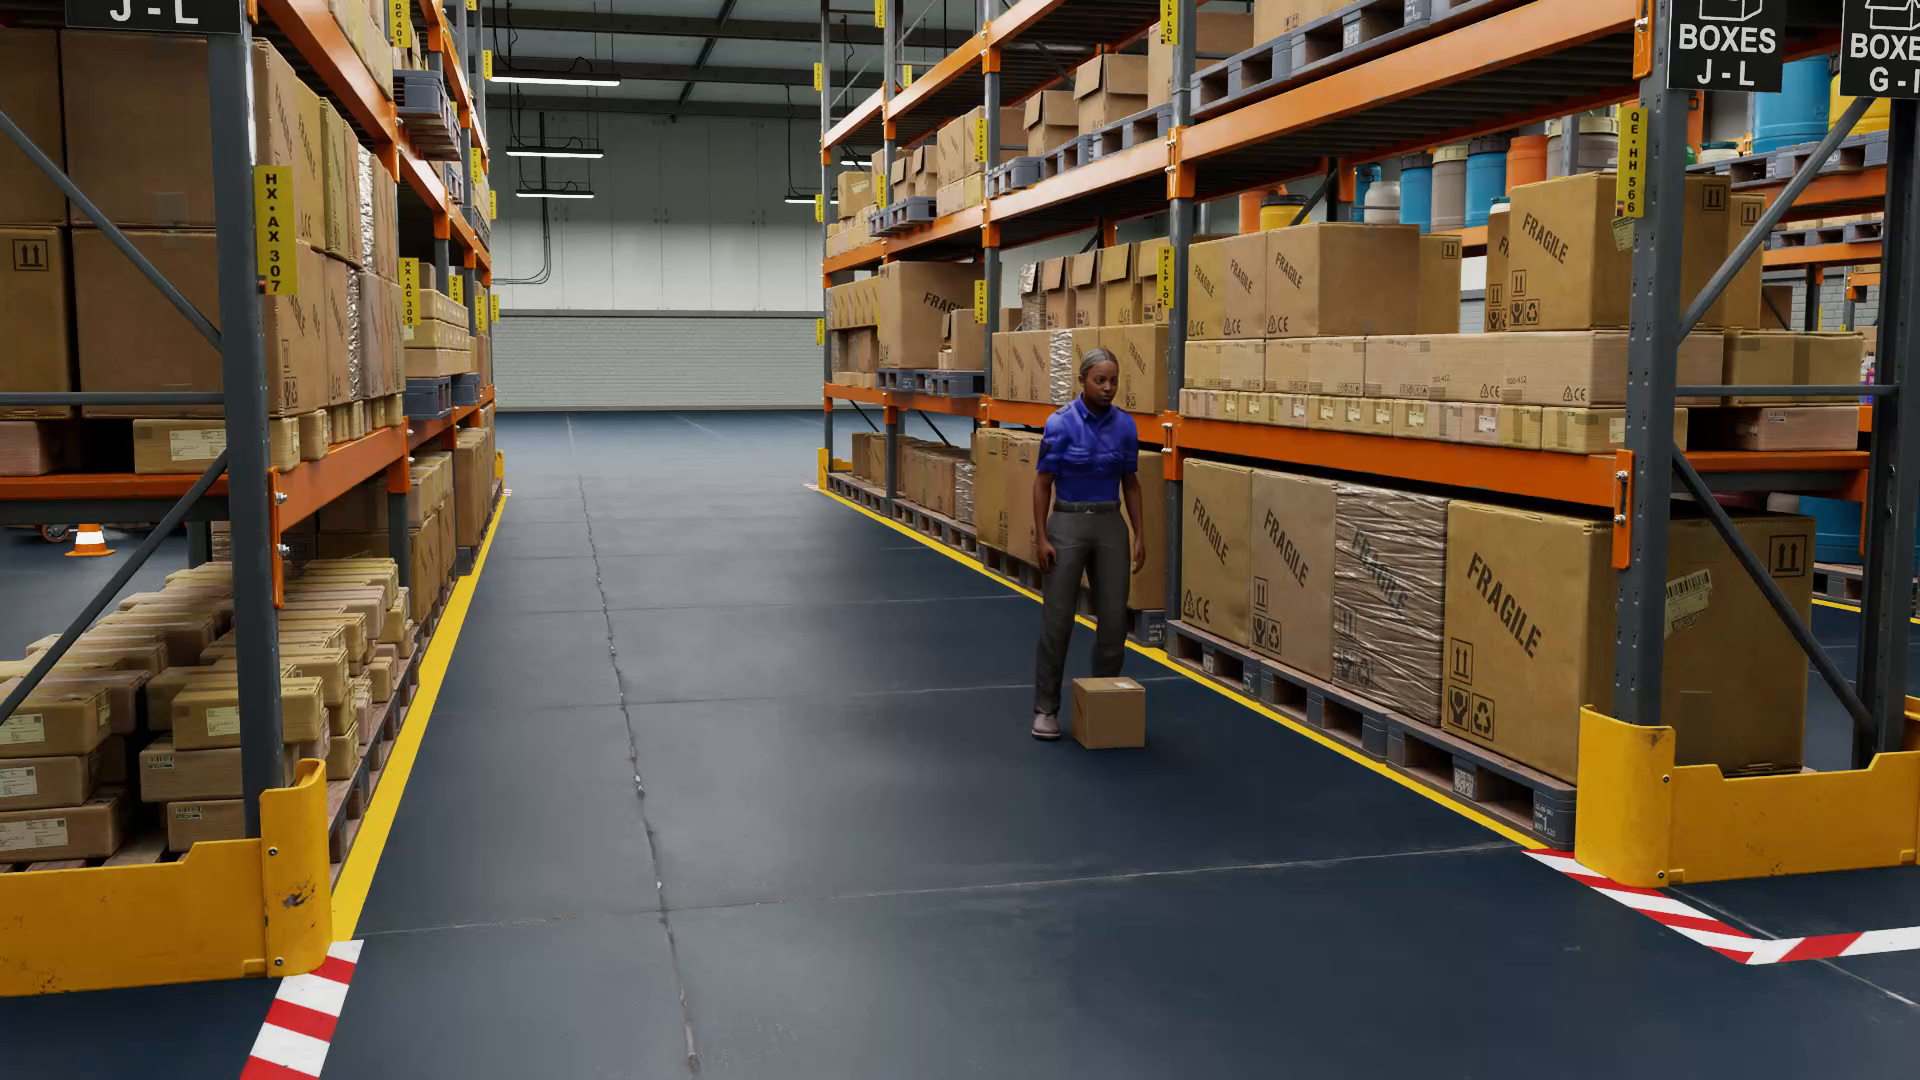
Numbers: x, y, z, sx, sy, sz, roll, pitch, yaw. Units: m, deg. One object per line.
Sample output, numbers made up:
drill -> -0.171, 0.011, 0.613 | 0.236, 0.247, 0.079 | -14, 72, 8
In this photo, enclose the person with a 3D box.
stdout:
person -> 0.543, 0.008, 7.149 | 0.525, 1.650, 0.350 | -2, 6, -15
